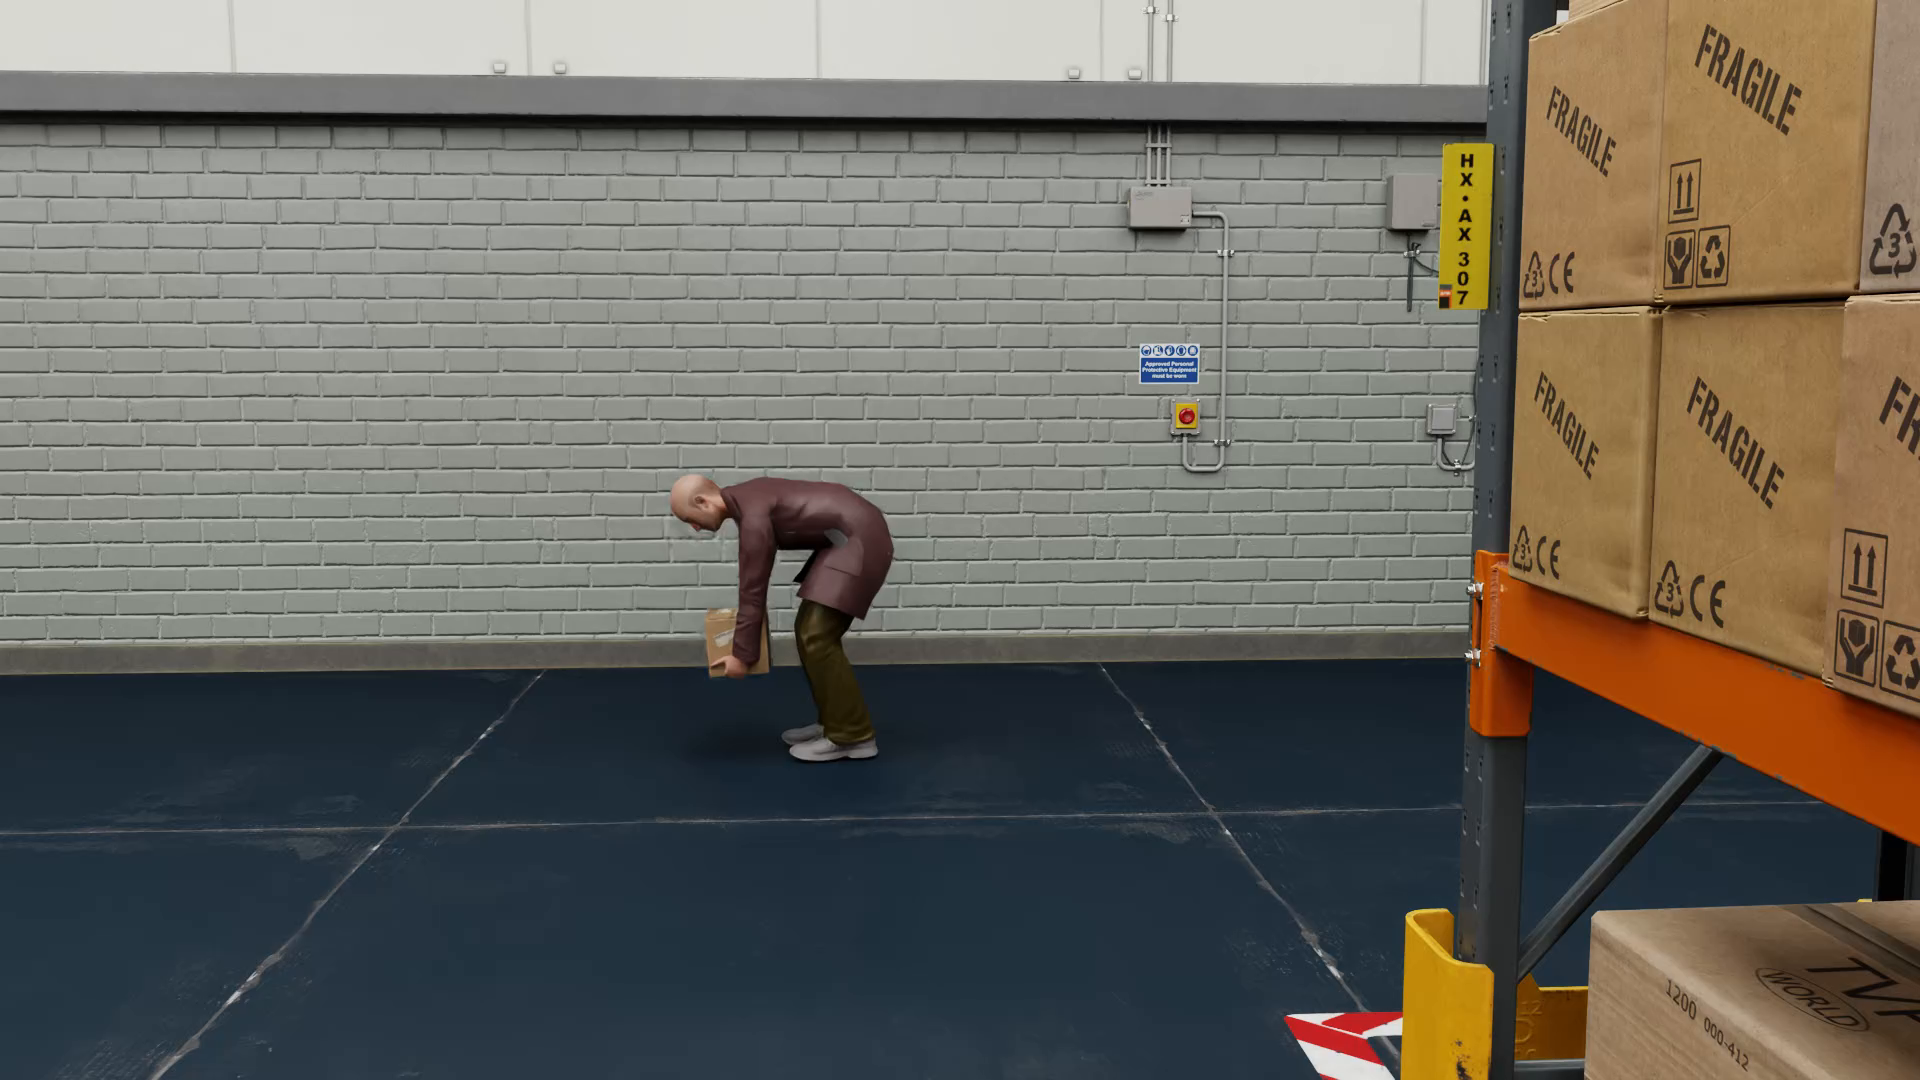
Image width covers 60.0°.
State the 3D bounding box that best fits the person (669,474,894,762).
[{"bbox_3d":[-0.750,0.317,7.070,0.939,1.203,0.559,-1,7,-6],"label":"person"}]
